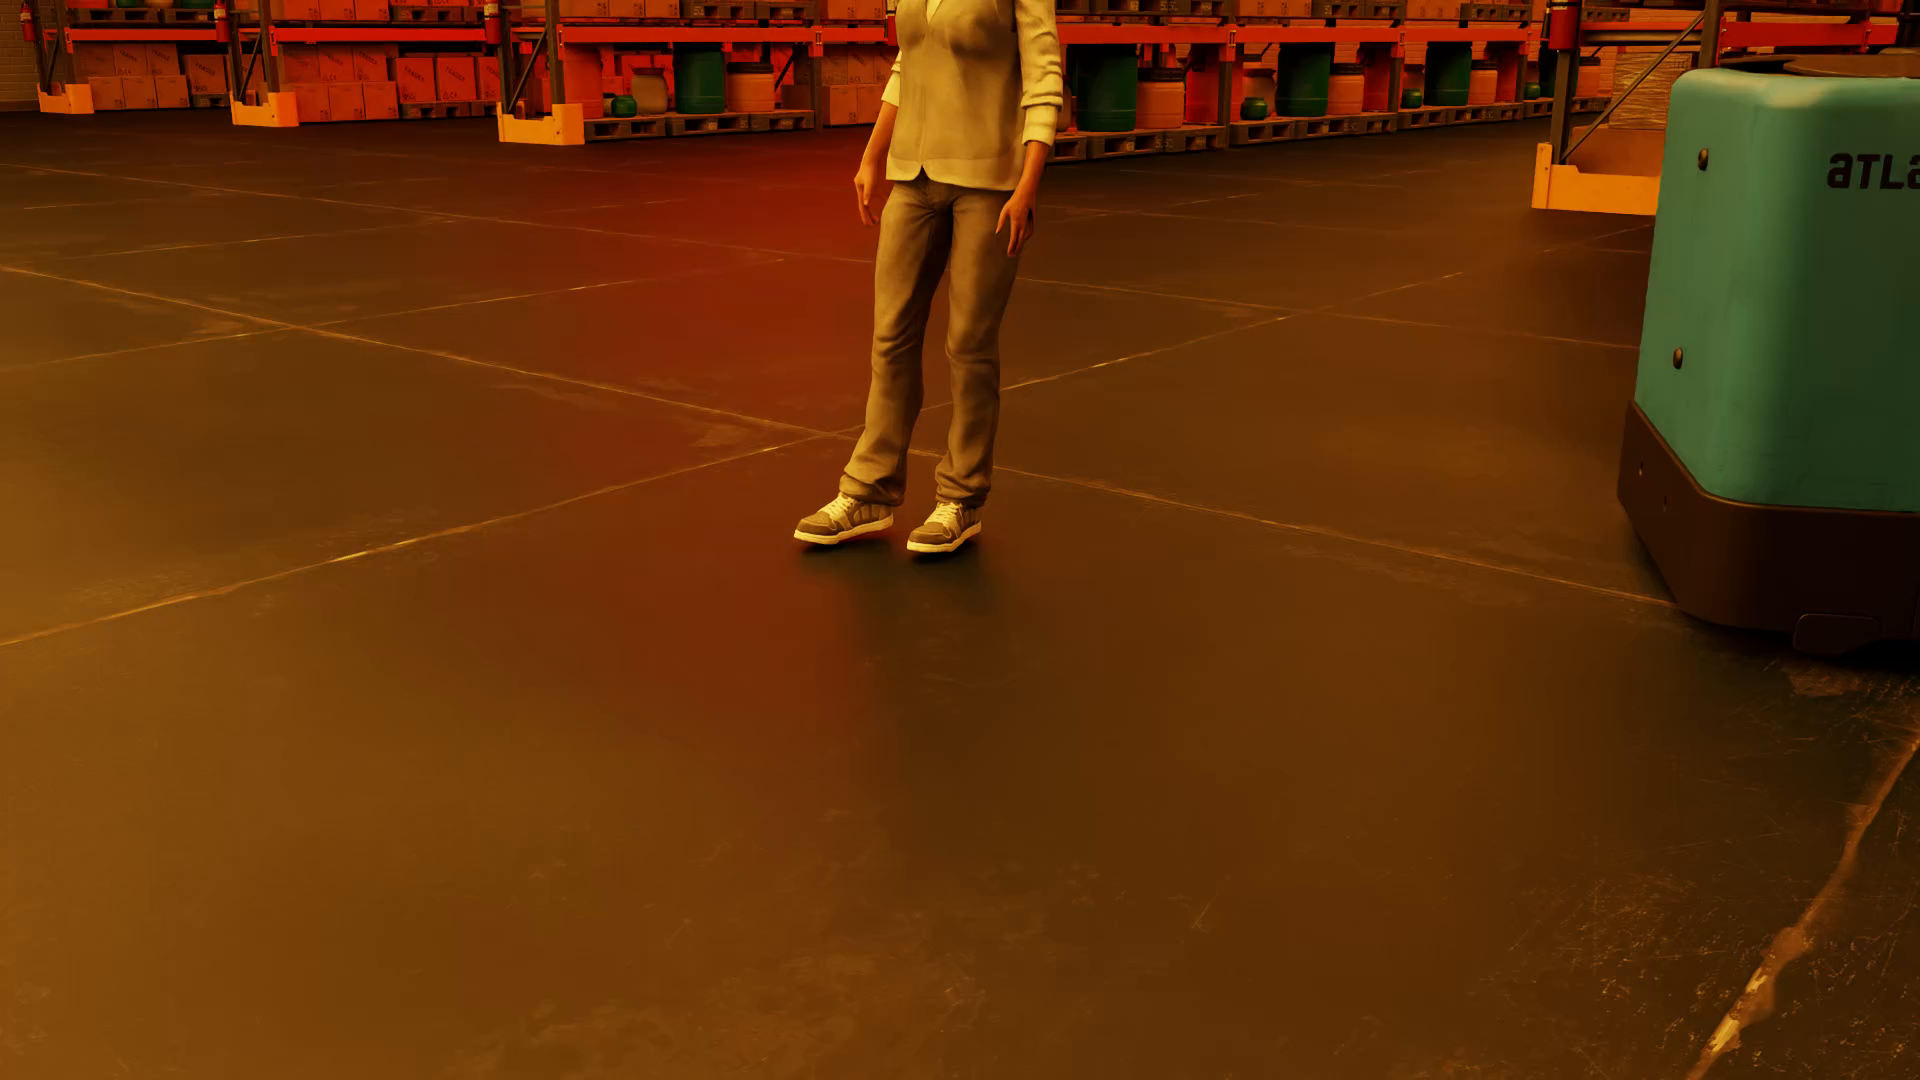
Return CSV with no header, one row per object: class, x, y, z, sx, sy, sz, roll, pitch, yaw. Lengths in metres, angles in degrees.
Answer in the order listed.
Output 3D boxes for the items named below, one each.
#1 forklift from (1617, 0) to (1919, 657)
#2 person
forklift,2.982,-1.223,2.924,3.031,2.935,1.130,4,17,12
person,-0.058,-0.743,3.666,0.519,1.568,0.474,13,21,37
